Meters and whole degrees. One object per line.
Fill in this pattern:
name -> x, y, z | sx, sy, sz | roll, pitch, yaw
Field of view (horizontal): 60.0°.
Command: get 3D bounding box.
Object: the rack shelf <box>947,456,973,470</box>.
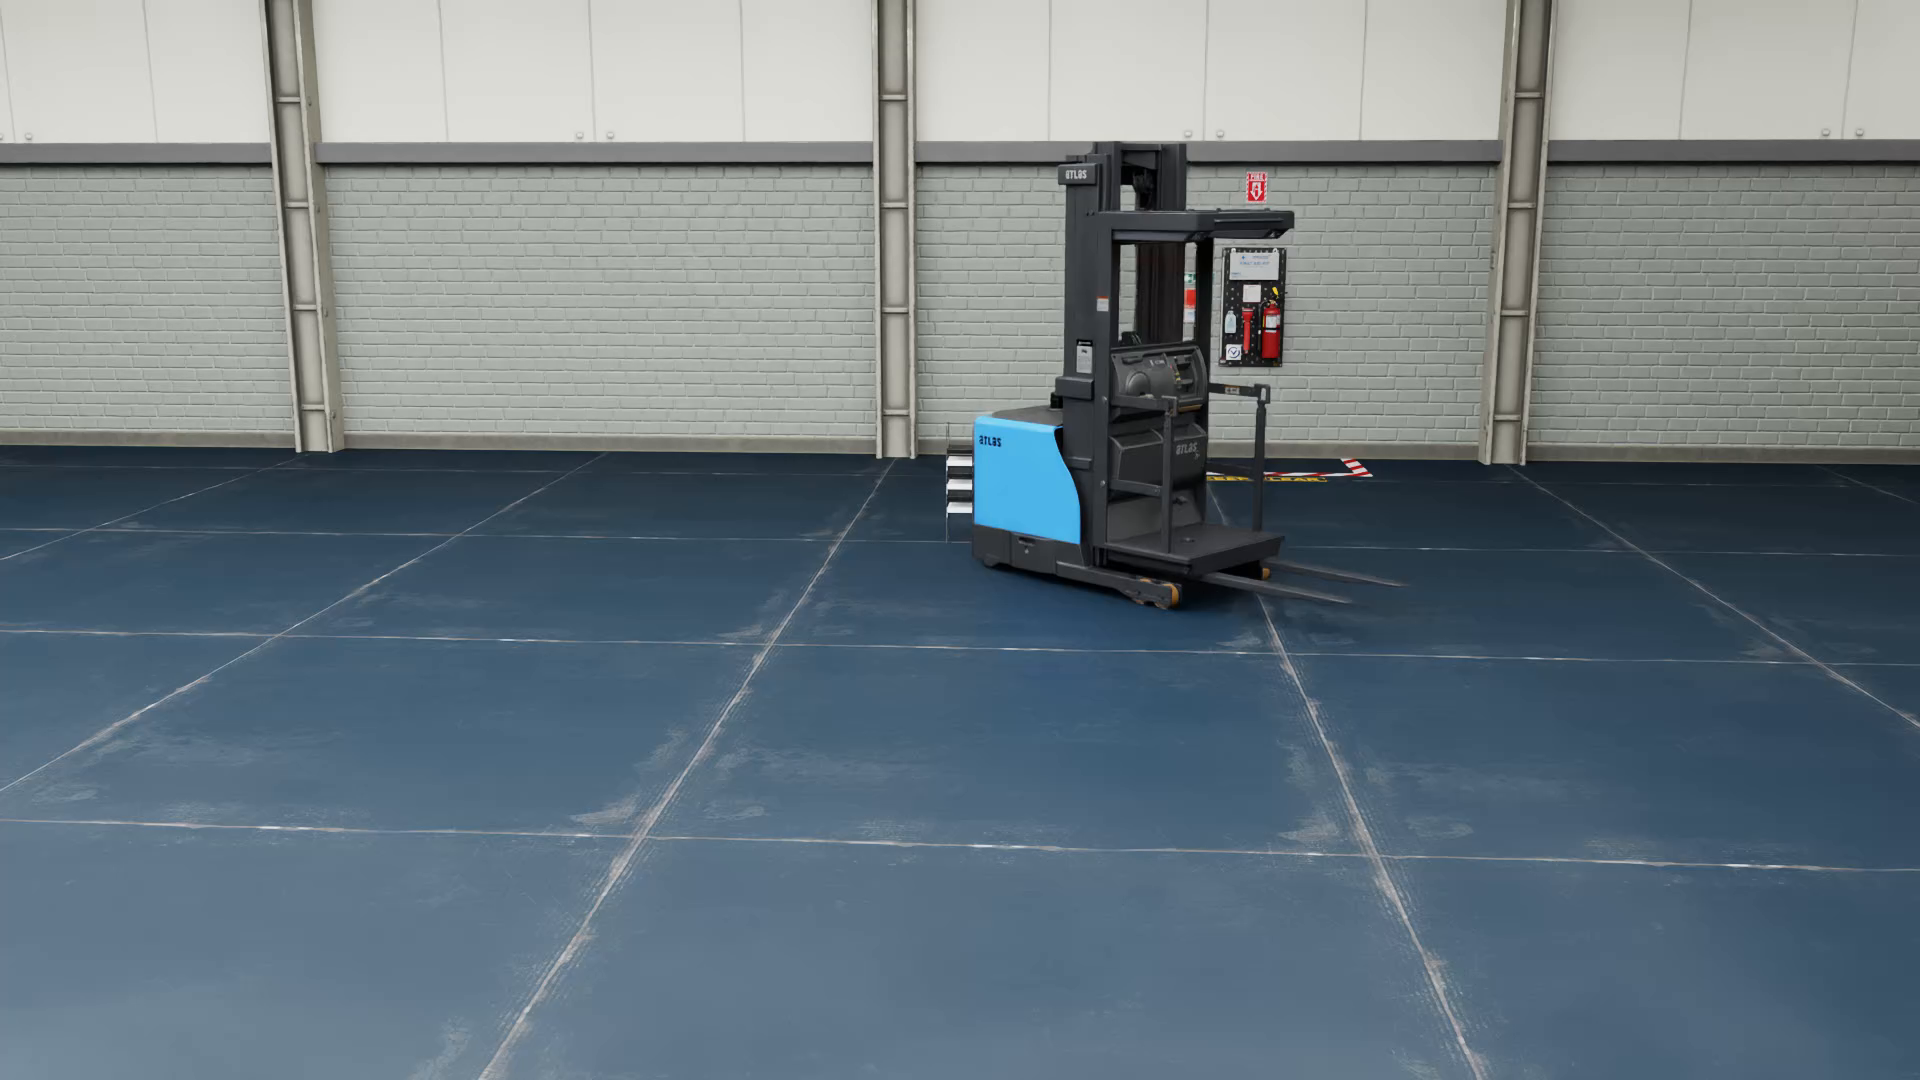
rack shelf -> 0.008, -0.584, 12.645 | 0.200, 0.077, 0.258 | 1, 12, 4

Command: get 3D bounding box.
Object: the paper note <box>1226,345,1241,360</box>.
paper note -> 2.718, -1.864, 16.503 | 0.142, 0.148, 0.016 | 1, 12, 4

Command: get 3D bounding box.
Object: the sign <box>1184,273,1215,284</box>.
sign -> 2.349, -2.582, 16.404 | 0.331, 0.109, 0.001 | 1, 12, 4

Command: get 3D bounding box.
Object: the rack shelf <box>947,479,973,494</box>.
rack shelf -> 0.008, -0.408, 12.682 | 0.200, 0.077, 0.258 | 1, 12, 4

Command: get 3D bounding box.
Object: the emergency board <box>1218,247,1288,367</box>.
emergency board -> 2.890, -2.278, 16.334 | 0.643, 1.169, 0.194 | 1, 12, 4

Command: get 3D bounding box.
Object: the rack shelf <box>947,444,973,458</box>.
rack shelf -> 0.008, -0.672, 12.627 | 0.200, 0.077, 0.258 | 1, 12, 4

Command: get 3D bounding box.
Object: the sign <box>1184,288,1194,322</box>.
sign -> 2.345, -2.324, 16.467 | 0.234, 0.329, 0.001 | 1, 12, 4

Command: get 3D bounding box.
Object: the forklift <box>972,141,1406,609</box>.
forklift -> 1.479, -1.111, 10.921 | 1.130, 2.935, 3.031 | -11, 16, -44

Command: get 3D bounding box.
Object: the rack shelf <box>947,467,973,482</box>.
rack shelf -> 0.008, -0.496, 12.664 | 0.200, 0.077, 0.258 | 1, 12, 4

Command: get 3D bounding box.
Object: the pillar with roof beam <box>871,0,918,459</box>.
pillar with roof beam -> -0.922, -4.376, 11.709 | 0.400, 9.000, 9.100 | 1, 12, 4

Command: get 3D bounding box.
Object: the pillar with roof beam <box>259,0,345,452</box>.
pillar with roof beam -> -6.908, -4.458, 12.101 | 0.400, 9.000, 9.100 | 1, 12, 4

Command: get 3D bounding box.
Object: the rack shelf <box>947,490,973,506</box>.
rack shelf -> 0.008, -0.320, 12.701 | 0.200, 0.077, 0.258 | 1, 12, 4

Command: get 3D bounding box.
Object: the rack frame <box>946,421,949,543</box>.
rack frame -> -0.093, -0.442, 12.682 | 0.006, 0.900, 0.240 | 1, 12, 4

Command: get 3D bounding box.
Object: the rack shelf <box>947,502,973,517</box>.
rack shelf -> 0.008, -0.232, 12.719 | 0.200, 0.077, 0.258 | 1, 12, 4

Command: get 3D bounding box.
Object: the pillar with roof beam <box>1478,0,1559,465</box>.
pillar with roof beam -> 5.065, -4.294, 11.316 | 0.400, 9.000, 9.100 | 1, 12, 4

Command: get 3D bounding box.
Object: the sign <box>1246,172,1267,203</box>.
sign -> 2.888, -3.433, 16.194 | 0.199, 0.298, 0.001 | 1, 12, 4

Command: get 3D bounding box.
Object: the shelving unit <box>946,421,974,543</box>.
shelving unit -> 0.008, -0.440, 12.675 | 0.210, 0.900, 0.258 | 1, 12, 4
